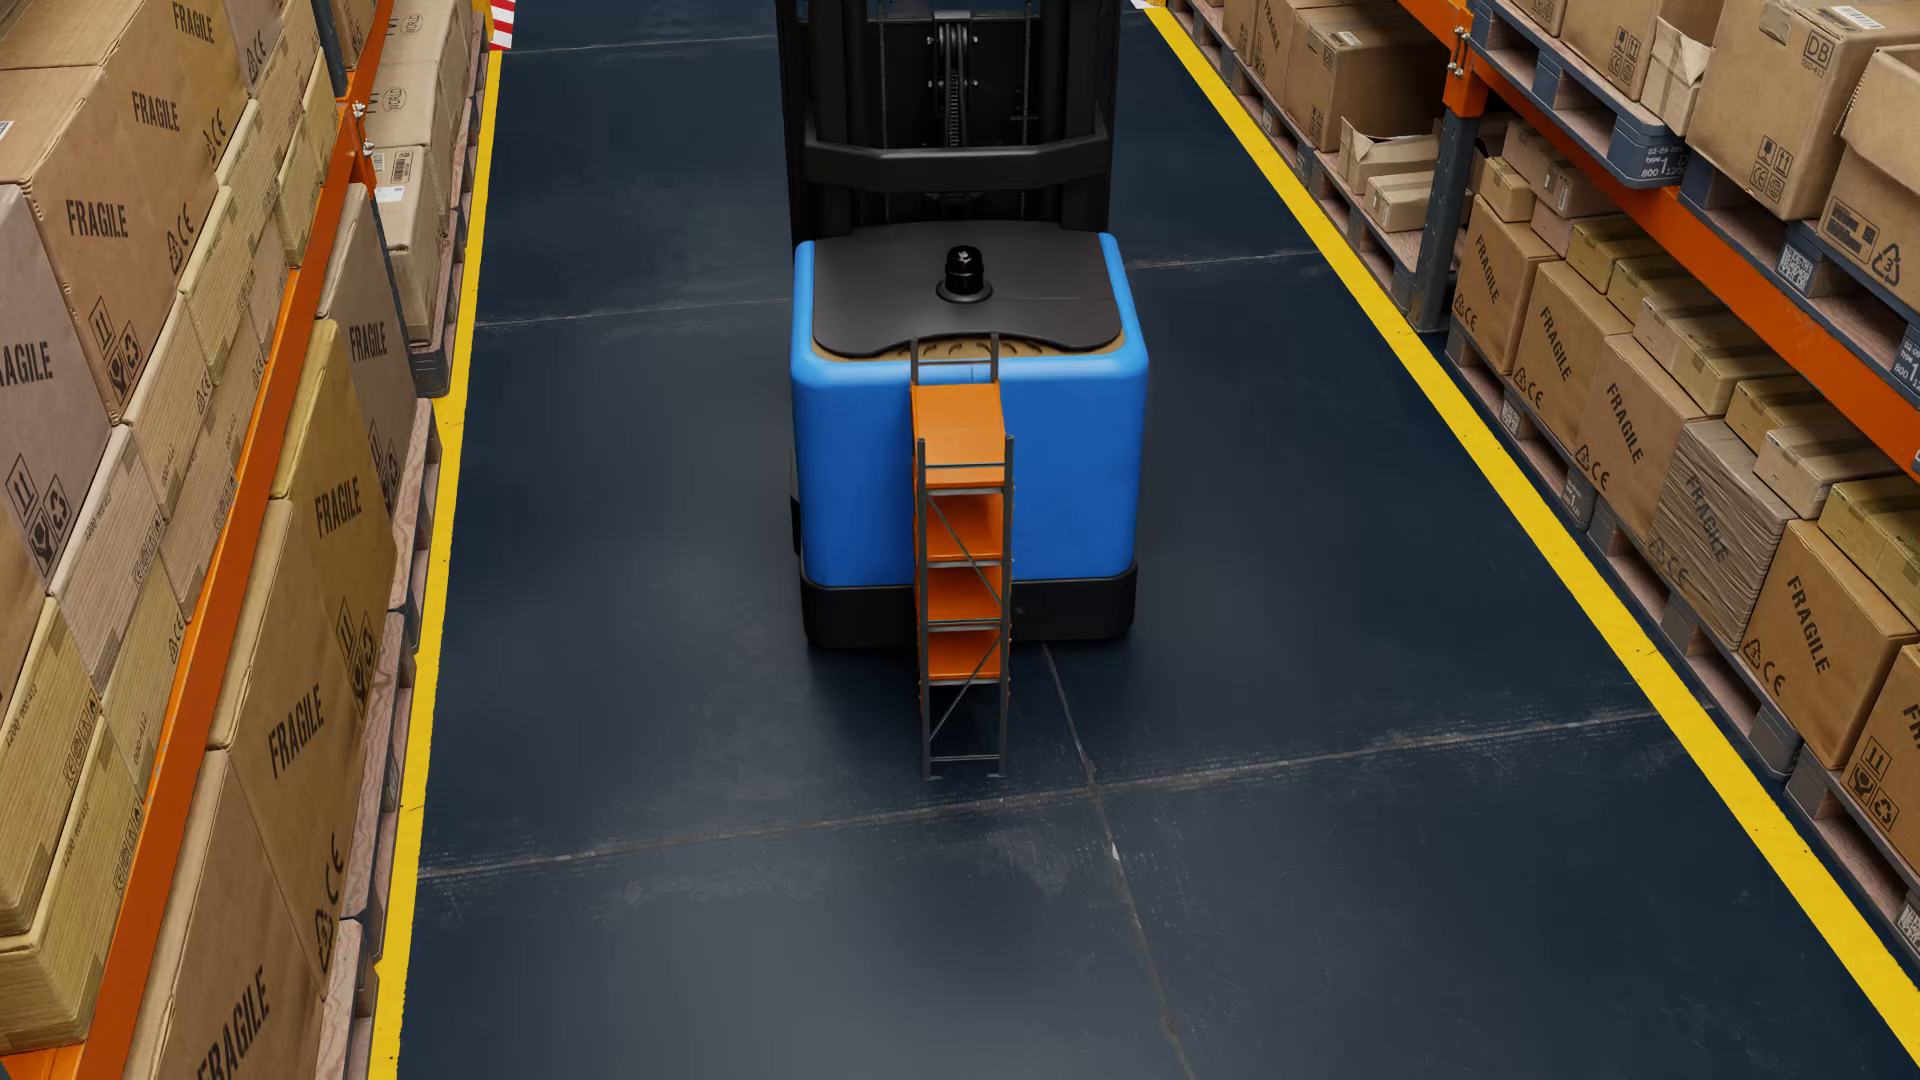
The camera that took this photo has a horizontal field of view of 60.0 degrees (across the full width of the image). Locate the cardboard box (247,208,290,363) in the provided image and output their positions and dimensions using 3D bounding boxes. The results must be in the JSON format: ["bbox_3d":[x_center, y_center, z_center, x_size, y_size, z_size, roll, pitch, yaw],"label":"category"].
[{"bbox_3d":[-2.042,-0.663,4.280,0.500,0.250,0.500,-7,38,-9],"label":"cardboard box"}]

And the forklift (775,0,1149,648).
[{"bbox_3d":[-0.051,-1.704,5.554,1.130,2.935,3.031,-2,38,-3],"label":"forklift"}]

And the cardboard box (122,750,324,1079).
[{"bbox_3d":[-1.865,1.083,3.301,0.875,0.875,0.875,-7,38,-8],"label":"cardboard box"}]

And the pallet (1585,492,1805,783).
[{"bbox_3d":[2.757,0.210,5.307,1.003,0.211,1.213,-6,38,-8],"label":"pallet"}]

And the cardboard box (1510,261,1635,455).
[{"bbox_3d":[2.326,-0.658,5.848,0.500,0.500,0.500,-7,38,-9],"label":"cardboard box"}]

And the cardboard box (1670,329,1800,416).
[{"bbox_3d":[2.451,-0.524,5.146,0.380,0.149,0.250,-5,38,-6],"label":"cardboard box"}]

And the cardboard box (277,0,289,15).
[{"bbox_3d":[-2.201,-1.772,4.689,0.500,0.500,0.500,-5,38,-6],"label":"cardboard box"}]

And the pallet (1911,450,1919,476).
[{"bbox_3d":[2.873,-0.027,3.496,1.213,0.211,1.003,-6,38,-8],"label":"pallet"}]

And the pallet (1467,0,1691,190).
[{"bbox_3d":[2.392,-1.546,5.452,1.003,0.211,1.213,-6,38,-8],"label":"pallet"}]

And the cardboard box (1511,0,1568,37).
[{"bbox_3d":[2.224,-2.006,5.463,0.700,0.500,0.500,-5,38,-7],"label":"cardboard box"}]

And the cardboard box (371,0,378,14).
[{"bbox_3d":[-2.435,-2.236,6.102,0.500,0.500,0.500,-6,38,-8],"label":"cardboard box"}]

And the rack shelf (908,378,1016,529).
[{"bbox_3d":[-0.001,-0.238,4.438,0.258,0.148,0.480,-2,38,-3],"label":"rack shelf"}]

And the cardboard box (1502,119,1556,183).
[{"bbox_3d":[2.220,-1.430,6.070,0.380,0.149,0.250,-7,38,-9],"label":"cardboard box"}]

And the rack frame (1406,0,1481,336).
[{"bbox_3d":[2.360,-2.117,6.029,1.000,3.000,0.127,-6,38,-8],"label":"rack frame"}]

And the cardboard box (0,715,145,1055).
[{"bbox_3d":[-1.663,0.572,2.691,0.500,0.250,0.500,-7,38,-9],"label":"cardboard box"}]

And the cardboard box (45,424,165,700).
[{"bbox_3d":[-1.760,0.052,2.952,0.500,0.250,0.500,-5,38,-7],"label":"cardboard box"}]

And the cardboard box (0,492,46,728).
[{"bbox_3d":[-1.671,0.077,2.309,0.500,0.500,0.500,-7,38,-9],"label":"cardboard box"}]

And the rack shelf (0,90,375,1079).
[{"bbox_3d":[-2.176,-0.088,4.005,1.077,0.370,4.000,-6,38,-8],"label":"rack shelf"}]

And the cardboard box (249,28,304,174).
[{"bbox_3d":[-2.115,-1.177,4.535,0.500,0.250,0.500,-5,38,-7],"label":"cardboard box"}]

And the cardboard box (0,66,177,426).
[{"bbox_3d":[-1.843,-0.536,3.098,0.500,0.500,0.500,-5,38,-7],"label":"cardboard box"}]

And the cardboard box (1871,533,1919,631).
[{"bbox_3d":[2.642,0.104,4.338,0.380,0.149,0.250,-5,38,-7],"label":"cardboard box"}]

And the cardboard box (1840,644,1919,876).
[{"bbox_3d":[2.698,0.585,4.247,0.500,0.500,0.500,-7,38,-9],"label":"cardboard box"}]

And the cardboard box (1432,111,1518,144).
[{"bbox_3d":[2.400,-1.843,7.659,0.380,0.149,0.250,-7,38,-9],"label":"cardboard box"}]

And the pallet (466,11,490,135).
[{"bbox_3d":[-3.011,-2.421,8.694,1.003,0.211,1.213,-6,38,-8],"label":"pallet"}]

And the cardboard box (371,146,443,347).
[{"bbox_3d":[-2.531,-1.125,6.500,0.875,0.438,0.875,-7,38,-9],"label":"cardboard box"}]

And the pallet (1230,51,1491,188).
[{"bbox_3d":[2.023,-2.169,8.370,1.003,0.211,1.213,-6,38,-8],"label":"pallet"}]

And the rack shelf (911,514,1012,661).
[{"bbox_3d":[-0.001,0.125,4.720,0.258,0.148,0.480,-2,38,-3],"label":"rack shelf"}]

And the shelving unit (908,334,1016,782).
[{"bbox_3d":[-0.001,0.072,4.679,0.258,1.200,0.503,-2,38,-3],"label":"shelving unit"}]

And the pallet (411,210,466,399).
[{"bbox_3d":[-2.583,-0.947,6.797,1.003,0.211,1.213,-6,38,-8],"label":"pallet"}]

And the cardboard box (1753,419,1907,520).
[{"bbox_3d":[2.520,-0.210,4.742,0.380,0.149,0.250,-8,39,-10],"label":"cardboard box"}]

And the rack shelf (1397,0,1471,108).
[{"bbox_3d":[2.009,-3.040,7.805,1.077,0.370,4.000,-6,38,-8],"label":"rack shelf"}]

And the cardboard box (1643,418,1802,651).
[{"bbox_3d":[2.494,-0.042,5.055,0.500,0.500,0.500,-8,38,-10],"label":"cardboard box"}]

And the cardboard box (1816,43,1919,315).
[{"bbox_3d":[2.593,-0.873,4.003,0.797,0.503,0.637,-7,38,-9],"label":"cardboard box"}]

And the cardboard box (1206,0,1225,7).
[{"bbox_3d":[1.672,-3.333,9.288,0.797,0.503,0.637,-8,38,-10],"label":"cardboard box"}]

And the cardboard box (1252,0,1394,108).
[{"bbox_3d":[1.778,-2.481,8.194,0.500,0.500,0.500,-6,38,-7],"label":"cardboard box"}]

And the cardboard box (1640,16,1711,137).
[{"bbox_3d":[2.225,-1.349,4.809,0.396,0.266,0.258,-4,38,-6],"label":"cardboard box"}]

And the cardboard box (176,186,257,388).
[{"bbox_3d":[-1.912,-0.558,3.738,0.500,0.250,0.500,-6,38,-7],"label":"cardboard box"}]

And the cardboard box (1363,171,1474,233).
[{"bbox_3d":[1.973,-1.462,7.168,0.380,0.149,0.250,-7,38,-9],"label":"cardboard box"}]

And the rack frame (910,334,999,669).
[{"bbox_3d":[-0.015,-0.077,4.872,0.240,1.200,0.015,-2,38,-3],"label":"rack frame"}]

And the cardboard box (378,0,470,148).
[{"bbox_3d":[-2.845,-2.211,7.897,0.875,0.438,0.875,-5,38,-7],"label":"cardboard box"}]

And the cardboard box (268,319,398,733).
[{"bbox_3d":[-2.173,0.003,4.690,0.875,0.875,0.875,-5,38,-7],"label":"cardboard box"}]

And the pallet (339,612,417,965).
[{"bbox_3d":[-2.100,0.717,4.655,1.003,0.211,1.213,-6,38,-8],"label":"pallet"}]

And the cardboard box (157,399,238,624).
[{"bbox_3d":[-1.857,-0.054,3.496,0.500,0.250,0.500,-5,38,-6],"label":"cardboard box"}]

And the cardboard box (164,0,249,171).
[{"bbox_3d":[-2.033,-1.152,3.891,0.500,0.500,0.500,-5,38,-7],"label":"cardboard box"}]

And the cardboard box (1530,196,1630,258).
[{"bbox_3d":[2.285,-1.147,5.948,0.380,0.149,0.250,-7,38,-9],"label":"cardboard box"}]

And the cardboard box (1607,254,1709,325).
[{"bbox_3d":[2.403,-0.829,5.539,0.380,0.149,0.250,-7,38,-9],"label":"cardboard box"}]

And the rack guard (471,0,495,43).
[{"bbox_3d":[-3.232,-3.024,9.235,1.175,0.500,0.348,-6,38,-8],"label":"rack guard"}]

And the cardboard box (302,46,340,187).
[{"bbox_3d":[-2.200,-1.277,5.071,0.500,0.250,0.500,-7,38,-9],"label":"cardboard box"}]
